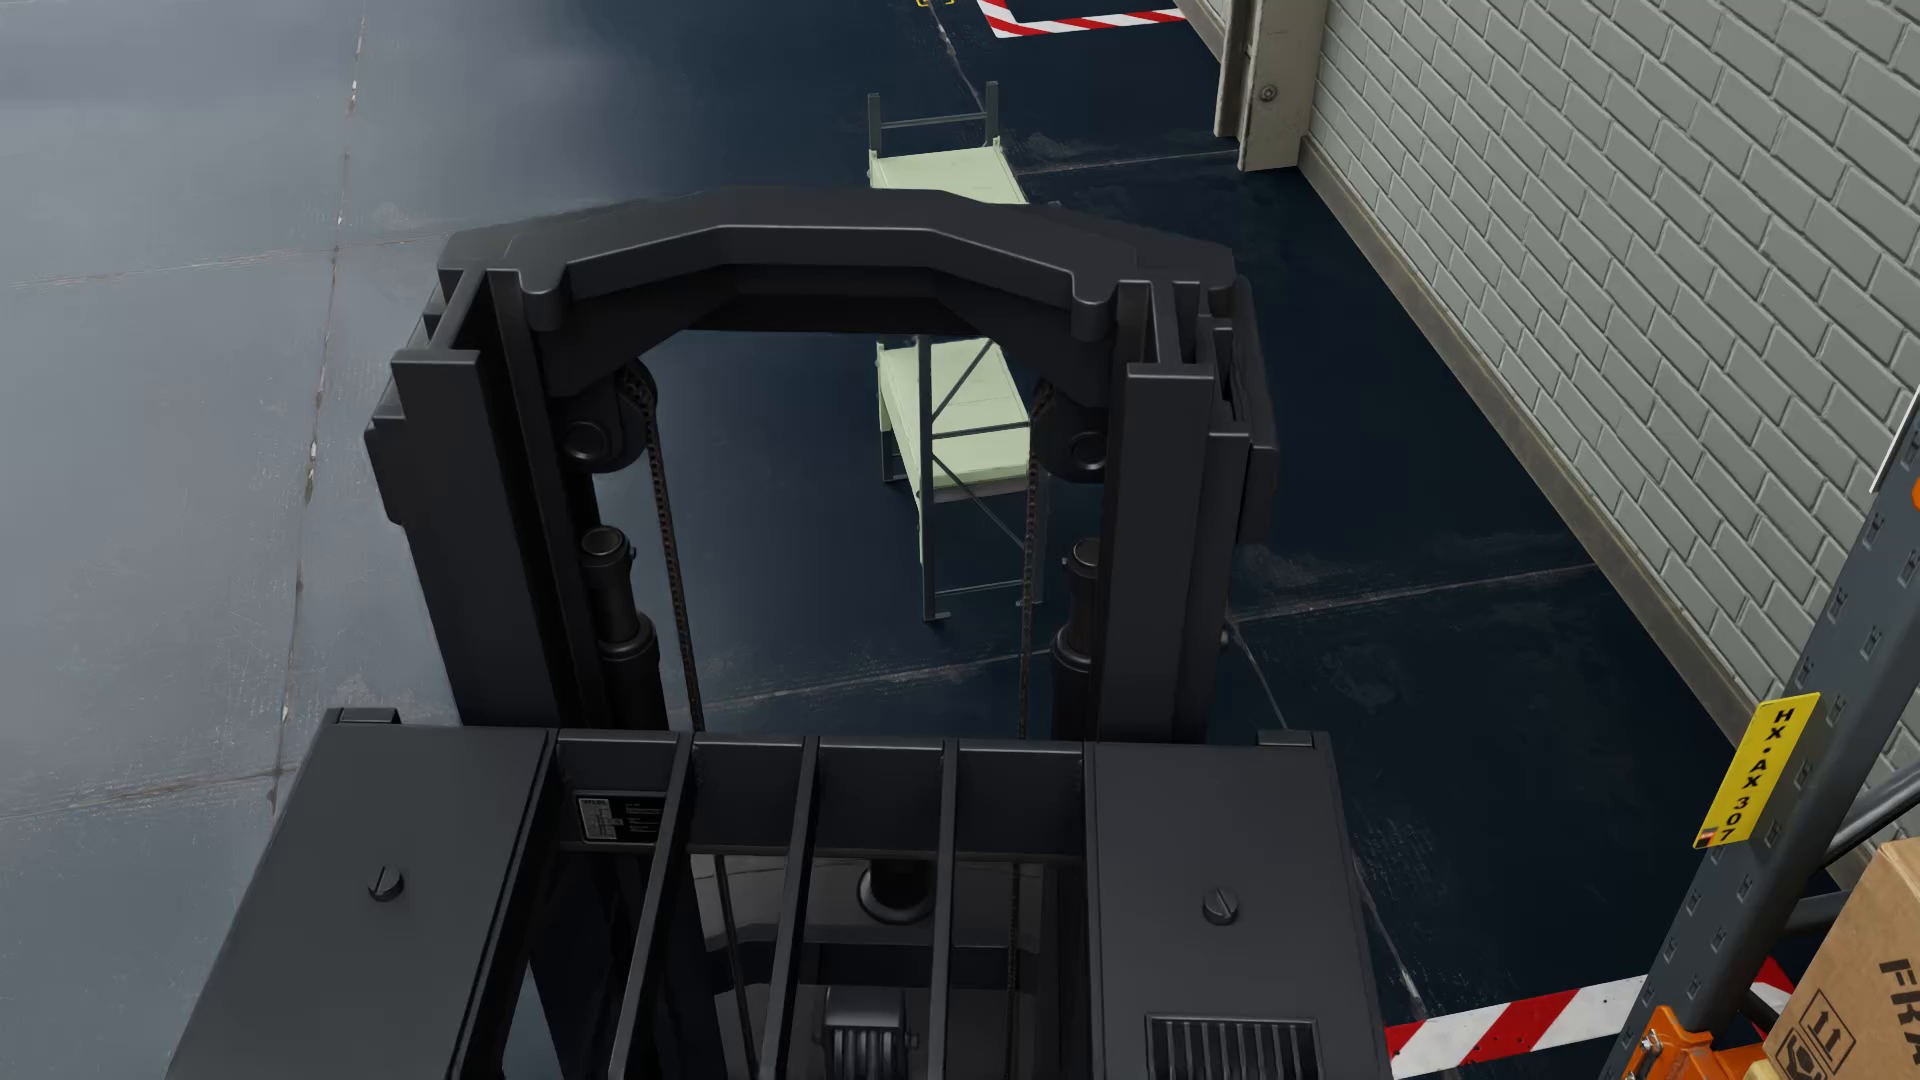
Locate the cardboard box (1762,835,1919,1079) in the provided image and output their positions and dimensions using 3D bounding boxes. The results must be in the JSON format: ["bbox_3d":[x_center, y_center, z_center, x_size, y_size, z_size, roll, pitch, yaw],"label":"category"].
[{"bbox_3d":[1.512,0.711,2.223,0.500,0.500,0.500,-8,42,-9],"label":"cardboard box"}]

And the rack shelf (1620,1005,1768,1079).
[{"bbox_3d":[2.134,2.156,1.604,1.077,0.370,4.000,-8,42,-9],"label":"rack shelf"}]

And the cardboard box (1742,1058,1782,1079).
[{"bbox_3d":[1.498,1.001,2.461,0.500,0.250,0.500,-9,42,-11],"label":"cardboard box"}]

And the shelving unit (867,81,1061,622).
[{"bbox_3d":[-0.001,-0.565,5.257,0.431,1.500,0.755,-8,42,-9],"label":"shelving unit"}]

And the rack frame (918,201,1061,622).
[{"bbox_3d":[0.078,-0.328,4.990,0.400,1.500,0.023,-8,42,-9],"label":"rack frame"}]

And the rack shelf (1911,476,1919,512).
[{"bbox_3d":[2.134,1.034,0.608,1.077,0.370,4.000,-8,42,-9],"label":"rack shelf"}]

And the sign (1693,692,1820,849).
[{"bbox_3d":[1.173,0.344,2.450,0.100,0.325,0.005,-8,42,-9],"label":"sign"}]

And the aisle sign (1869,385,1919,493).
[{"bbox_3d":[1.394,-0.386,1.967,0.394,0.787,0.004,-8,42,-9],"label":"aisle sign"}]

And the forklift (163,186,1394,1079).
[{"bbox_3d":[-0.156,1.162,2.233,1.130,2.935,3.031,1,42,1],"label":"forklift"}]

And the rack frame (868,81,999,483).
[{"bbox_3d":[-0.080,-0.802,5.524,0.400,1.500,0.023,-8,42,-9],"label":"rack frame"}]

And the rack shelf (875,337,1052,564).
[{"bbox_3d":[-0.001,-0.321,5.473,0.431,0.370,0.720,-8,42,-9],"label":"rack shelf"}]

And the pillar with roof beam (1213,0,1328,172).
[{"bbox_3d":[-2.800,-4.596,4.149,9.100,9.000,0.400,-8,42,-9],"label":"pillar with roof beam"}]

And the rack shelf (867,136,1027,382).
[{"bbox_3d":[-0.001,-0.857,4.998,0.431,0.370,0.720,-8,42,-9],"label":"rack shelf"}]
